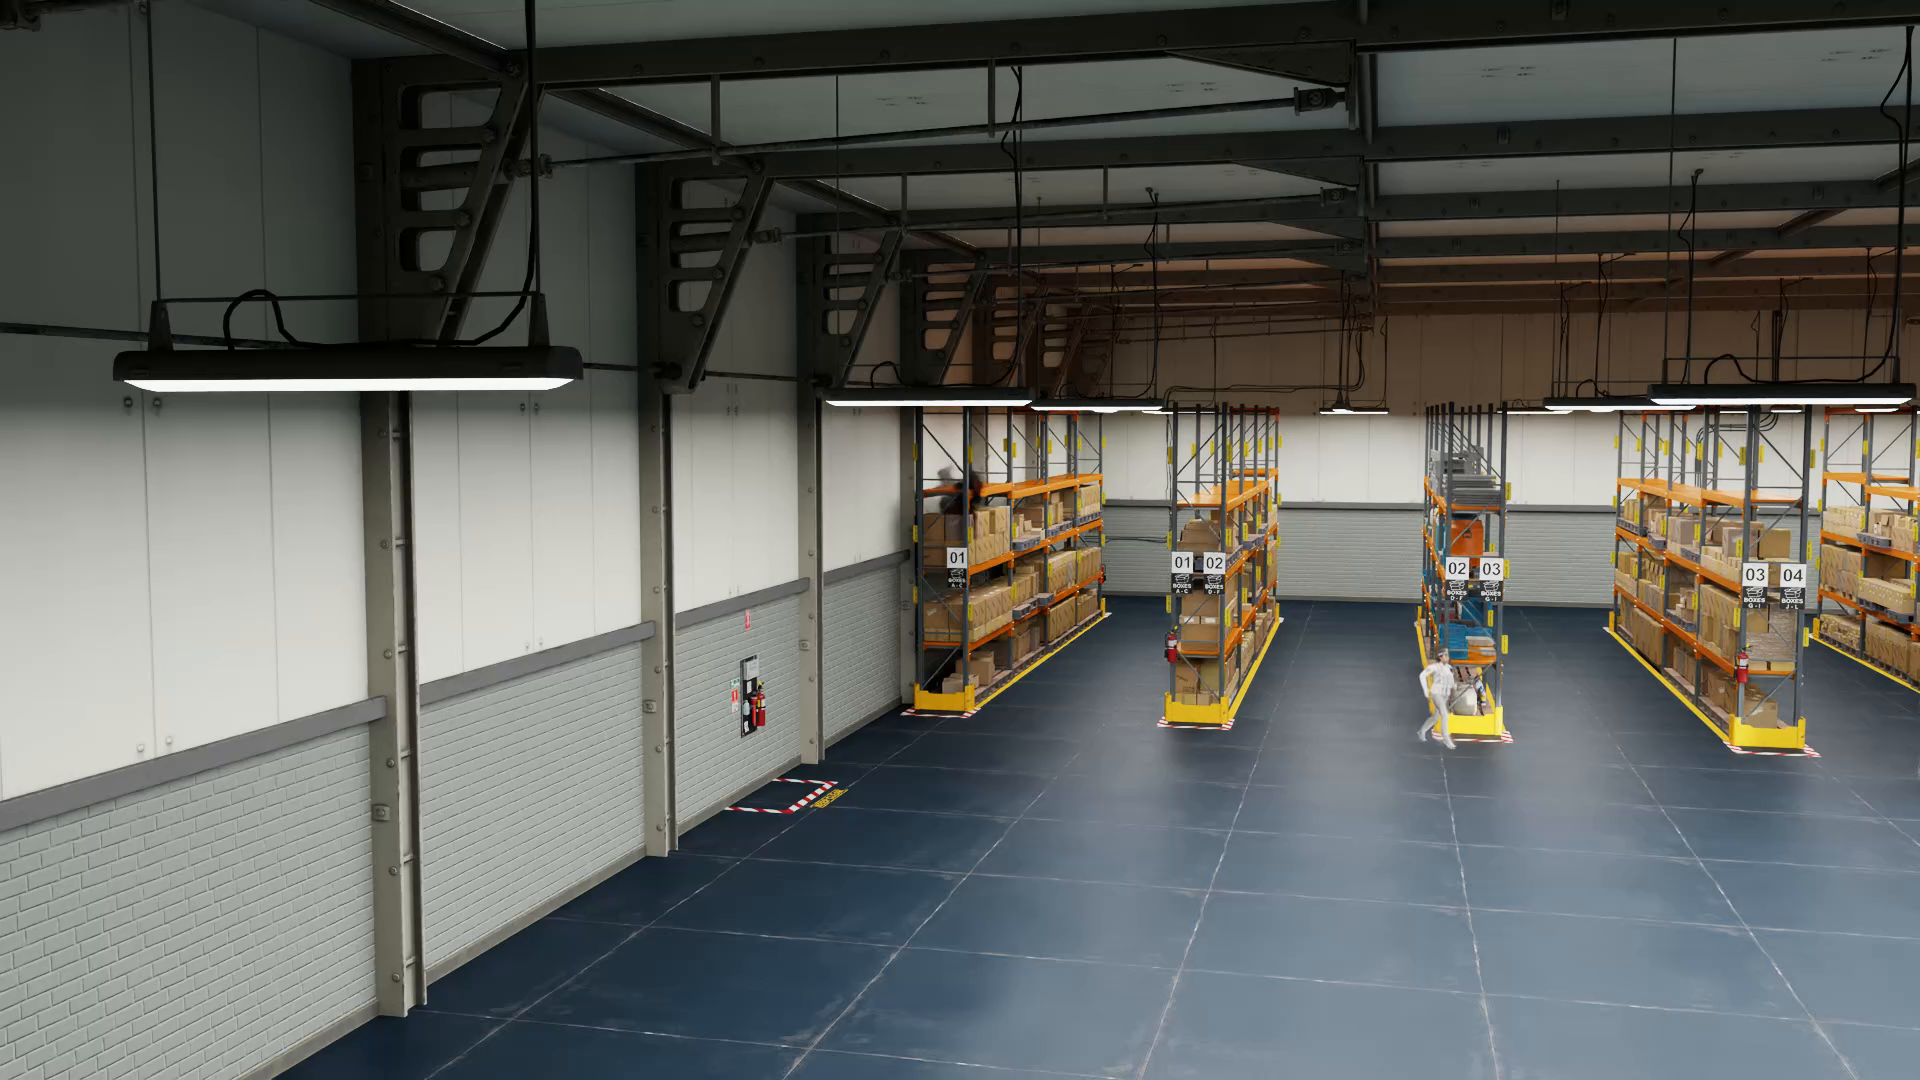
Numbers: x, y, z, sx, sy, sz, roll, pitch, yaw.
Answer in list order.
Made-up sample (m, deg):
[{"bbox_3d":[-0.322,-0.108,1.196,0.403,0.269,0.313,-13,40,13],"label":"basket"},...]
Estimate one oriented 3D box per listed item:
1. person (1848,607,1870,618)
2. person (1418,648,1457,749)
[{"bbox_3d":[23.865,1.651,44.051,0.851,1.696,0.570,1,4,18],"label":"person"},{"bbox_3d":[8.429,2.730,29.031,0.618,1.687,0.864,-3,5,-33],"label":"person"}]
